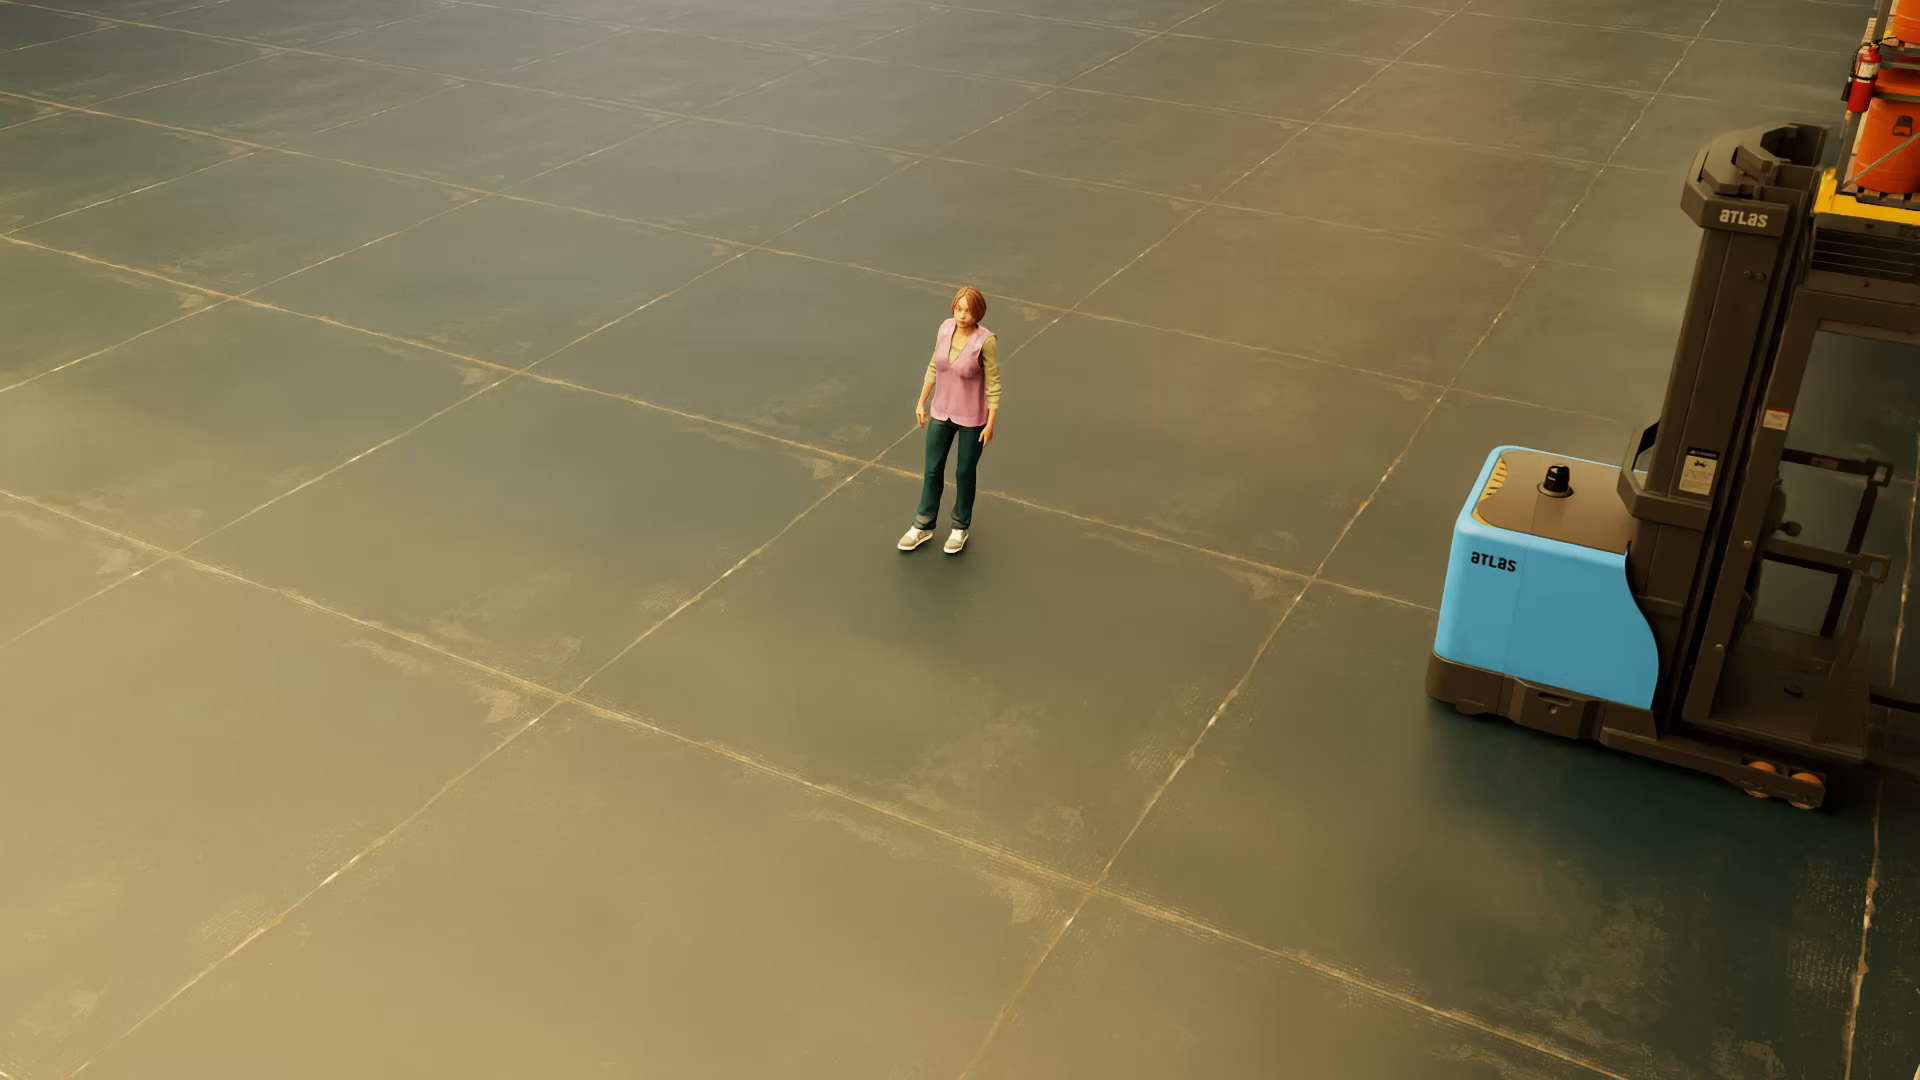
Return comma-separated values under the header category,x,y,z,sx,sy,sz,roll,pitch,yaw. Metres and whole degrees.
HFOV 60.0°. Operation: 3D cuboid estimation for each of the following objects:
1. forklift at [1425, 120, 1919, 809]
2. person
category,x,y,z,sx,sy,sz,roll,pitch,yaw
forklift,3.939,-0.310,7.608,3.031,2.935,1.130,14,33,23
person,-0.049,-0.669,9.549,0.520,1.599,0.473,15,33,25
